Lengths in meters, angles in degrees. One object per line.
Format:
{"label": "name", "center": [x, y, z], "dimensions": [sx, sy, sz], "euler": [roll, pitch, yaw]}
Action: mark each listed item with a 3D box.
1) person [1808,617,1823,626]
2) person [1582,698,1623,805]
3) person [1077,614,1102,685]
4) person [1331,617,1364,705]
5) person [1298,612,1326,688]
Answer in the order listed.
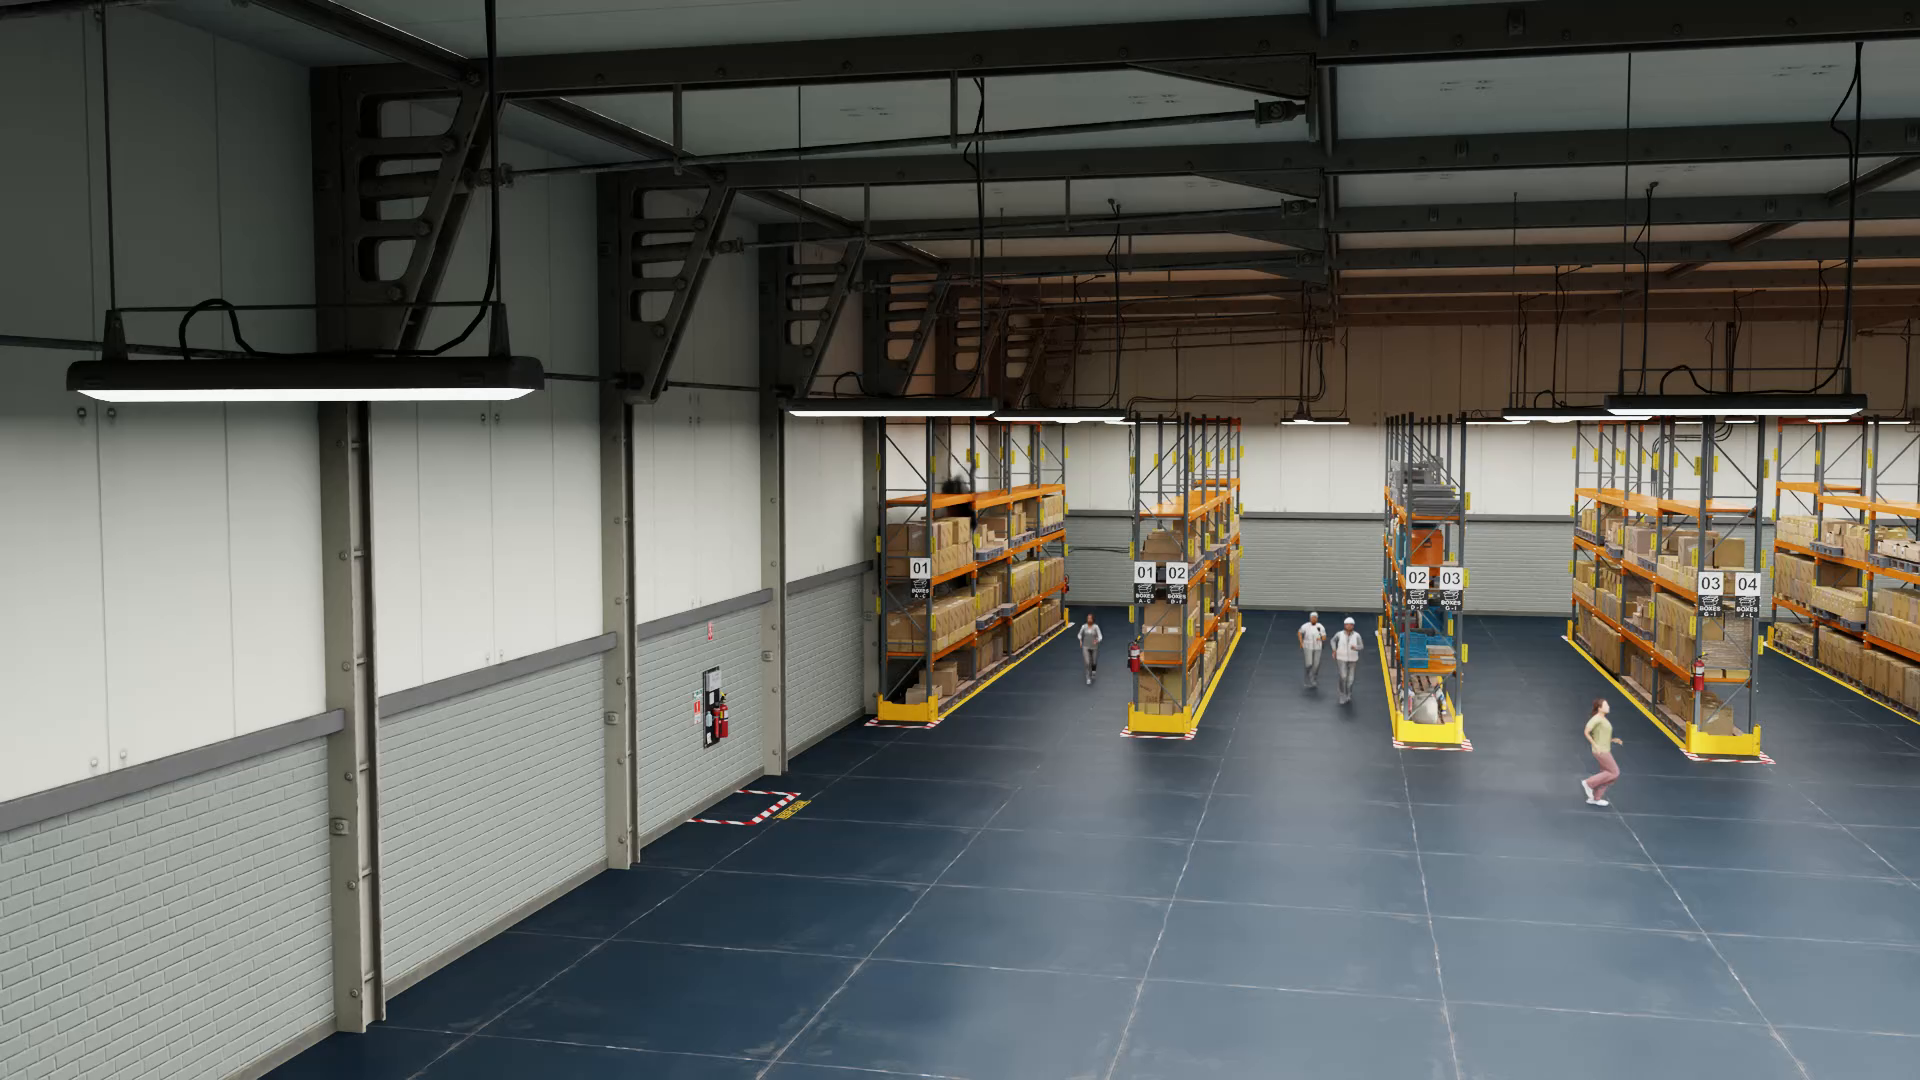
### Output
{"label": "person", "center": [22.885, 1.870, 44.606], "dimensions": [0.708, 1.711, 1.042], "euler": [-2, 4, -27]}
{"label": "person", "center": [9.729, 3.205, 25.174], "dimensions": [0.540, 1.627, 0.575], "euler": [2, 5, 31]}
{"label": "person", "center": [2.895, 2.472, 37.207], "dimensions": [0.542, 1.465, 0.680], "euler": [0, 4, 6]}
{"label": "person", "center": [8.028, 2.510, 34.445], "dimensions": [0.638, 1.815, 0.699], "euler": [0, 4, 5]}
{"label": "person", "center": [7.757, 2.426, 36.570], "dimensions": [0.577, 1.679, 0.672], "euler": [0, 4, 2]}
